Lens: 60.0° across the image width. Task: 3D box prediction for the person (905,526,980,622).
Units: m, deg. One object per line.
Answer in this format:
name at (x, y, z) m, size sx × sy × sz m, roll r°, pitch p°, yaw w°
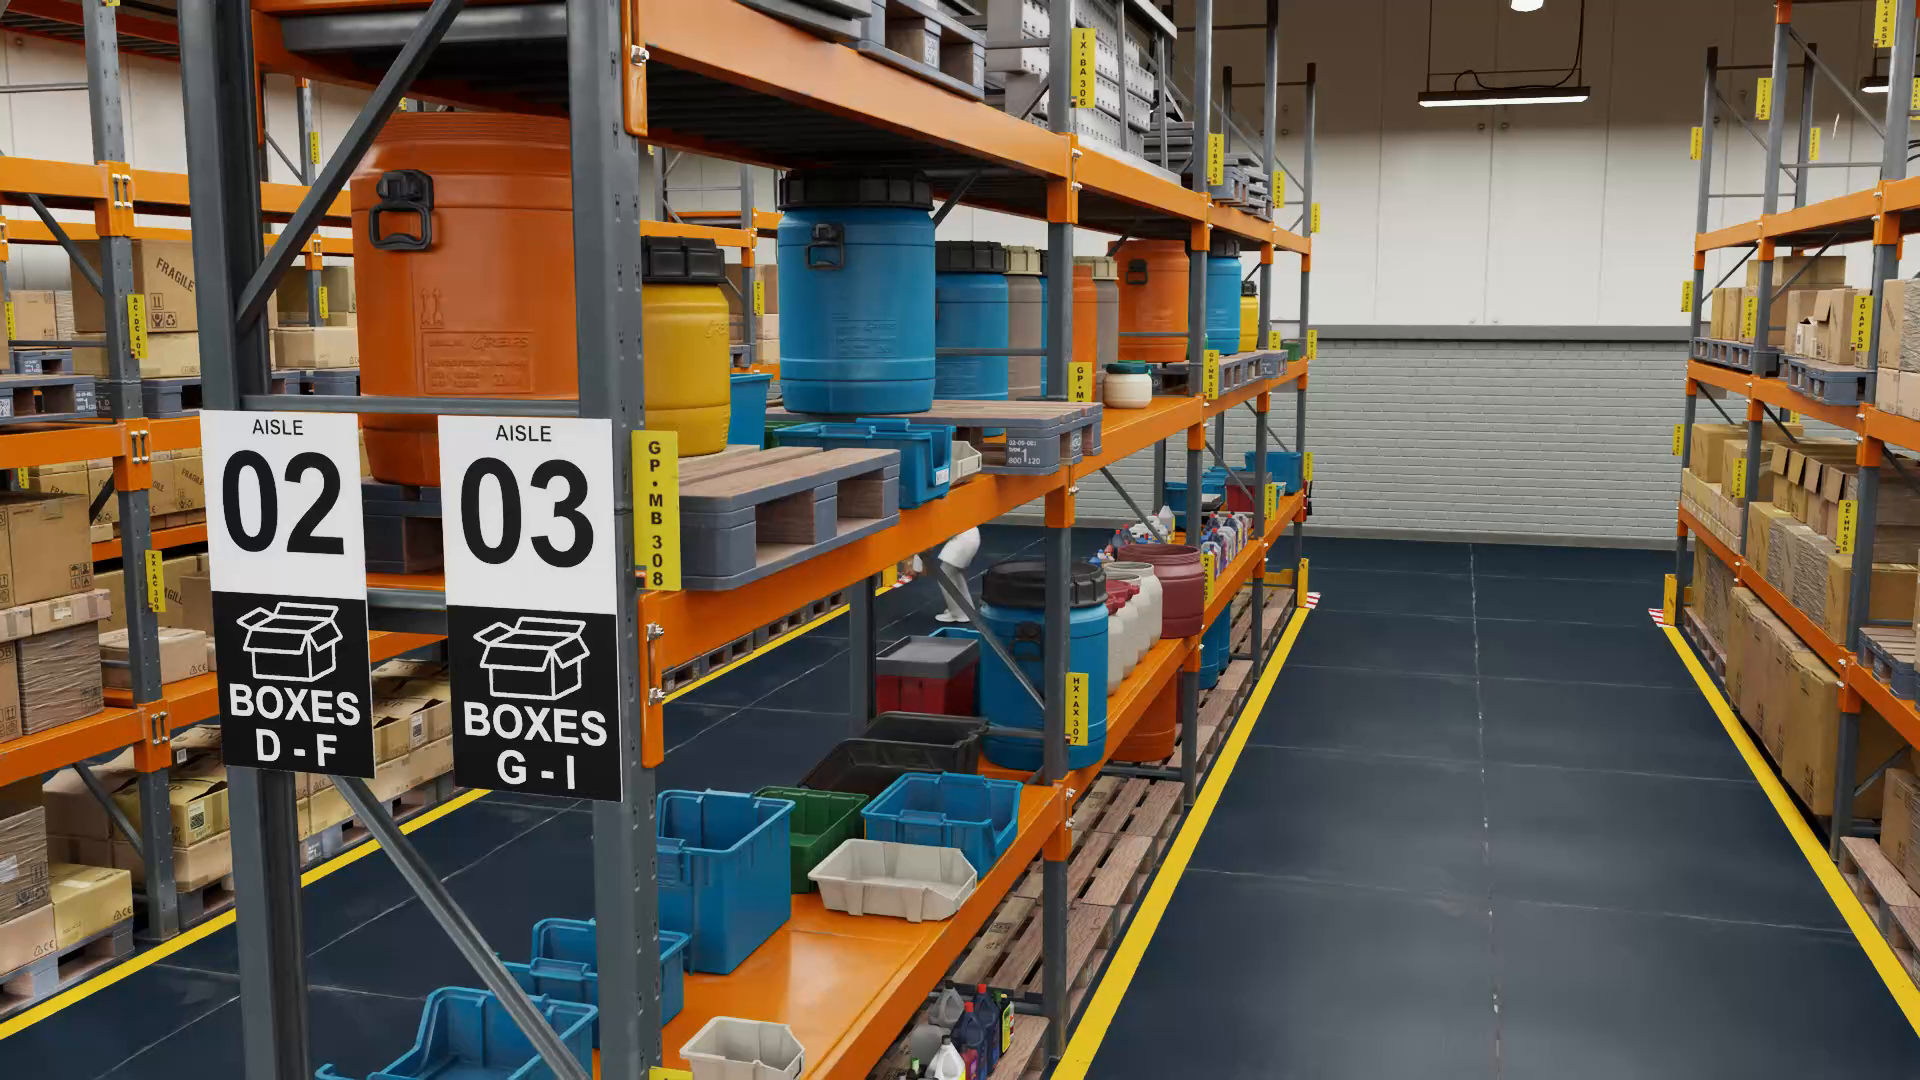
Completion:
person at (-0.226, 0.193, 18.061) m, size 0.890 × 1.346 × 0.566 m, roll 2°, pitch 8°, yaw 14°
